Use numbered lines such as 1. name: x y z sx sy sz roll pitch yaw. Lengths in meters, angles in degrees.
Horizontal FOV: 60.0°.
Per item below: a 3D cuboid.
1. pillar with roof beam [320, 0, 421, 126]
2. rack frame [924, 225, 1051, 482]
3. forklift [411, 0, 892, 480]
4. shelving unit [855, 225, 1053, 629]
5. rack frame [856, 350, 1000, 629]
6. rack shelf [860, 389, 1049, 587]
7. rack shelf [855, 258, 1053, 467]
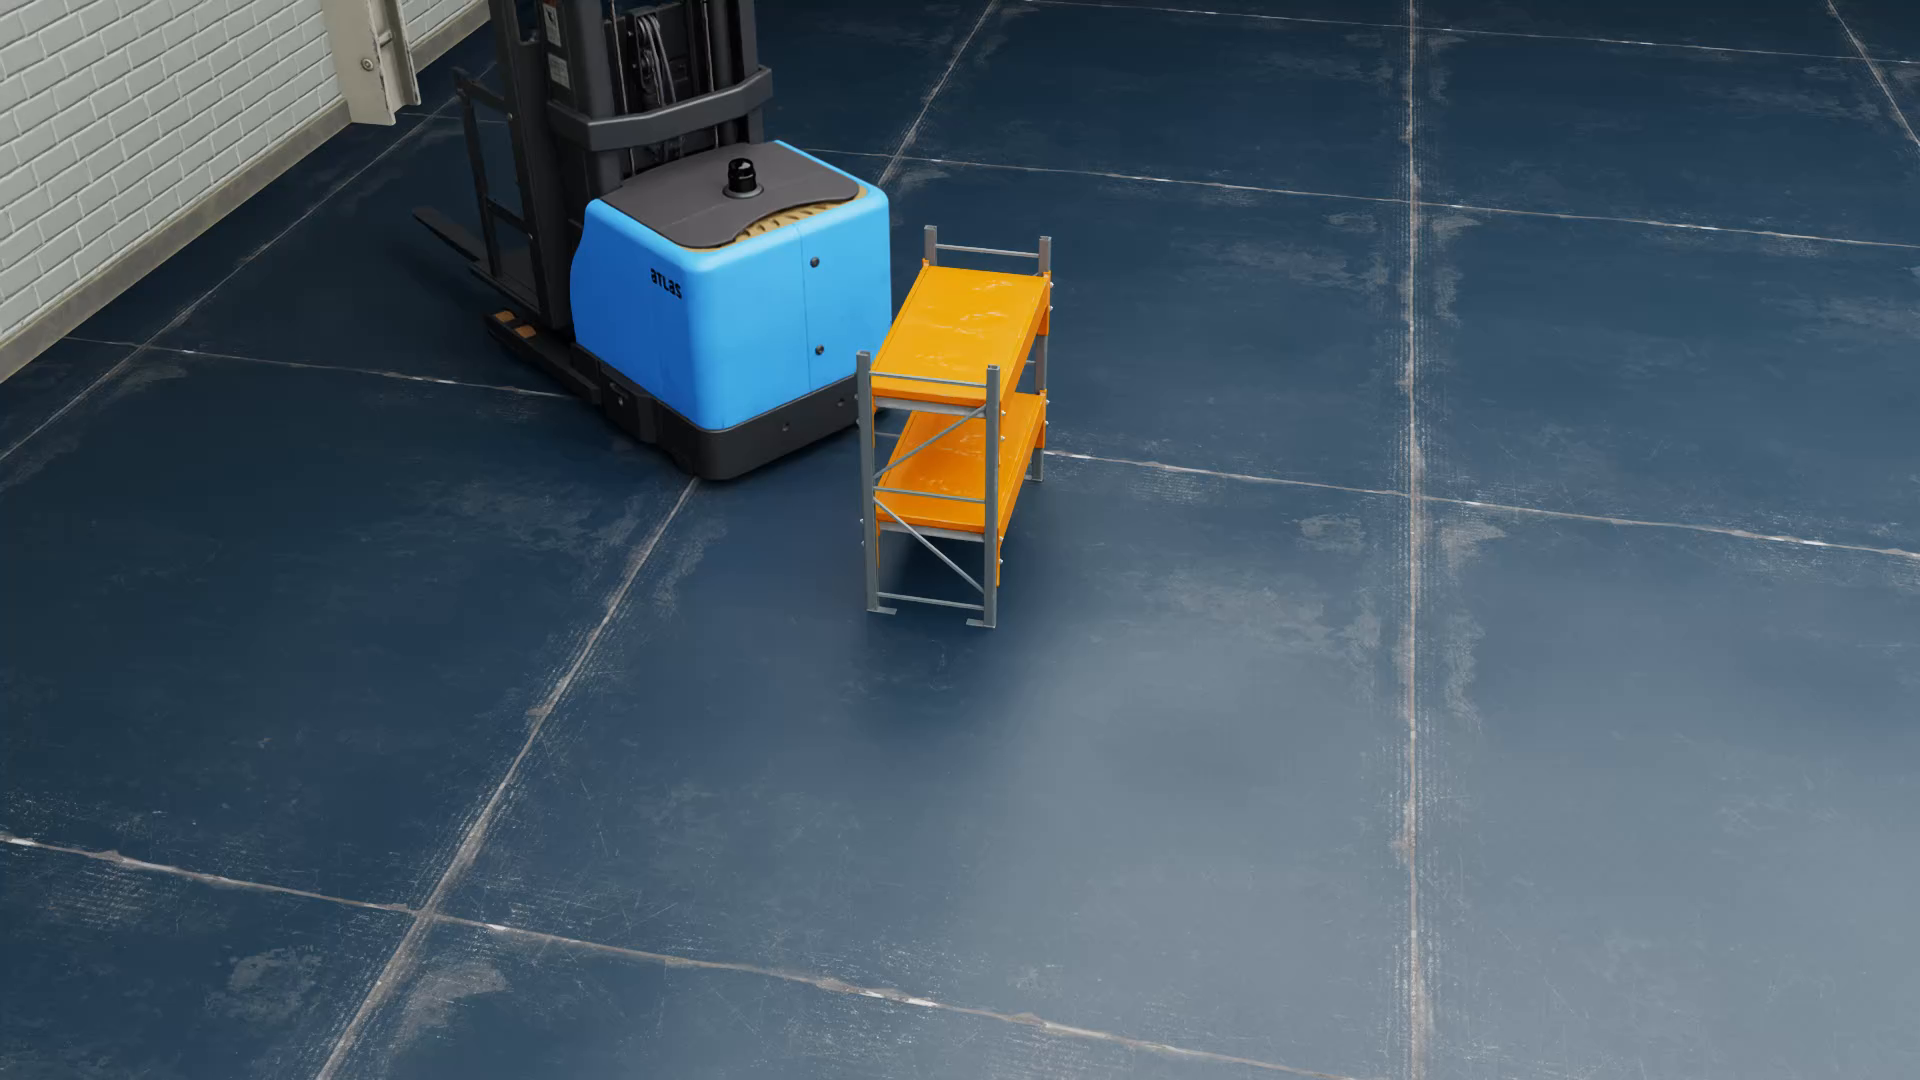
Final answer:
1. pillar with roof beam: 0.583 -5.801 7.085 9.100 9.000 0.400 7 37 10
2. rack frame: 0.107 -0.743 6.817 0.500 1.125 0.032 7 37 10
3. forklift: -1.640 -2.220 7.315 1.130 2.935 3.031 -28 44 -33
4. shelving unit: -0.001 -0.452 6.415 0.538 1.125 1.048 7 37 10
5. rack frame: -0.110 -0.160 6.012 0.500 1.125 0.032 7 37 10
6. rack shelf: -0.001 -0.254 6.558 0.538 0.278 1.000 7 37 10
7. rack shelf: -0.001 -0.689 6.243 0.538 0.278 1.000 7 37 10
